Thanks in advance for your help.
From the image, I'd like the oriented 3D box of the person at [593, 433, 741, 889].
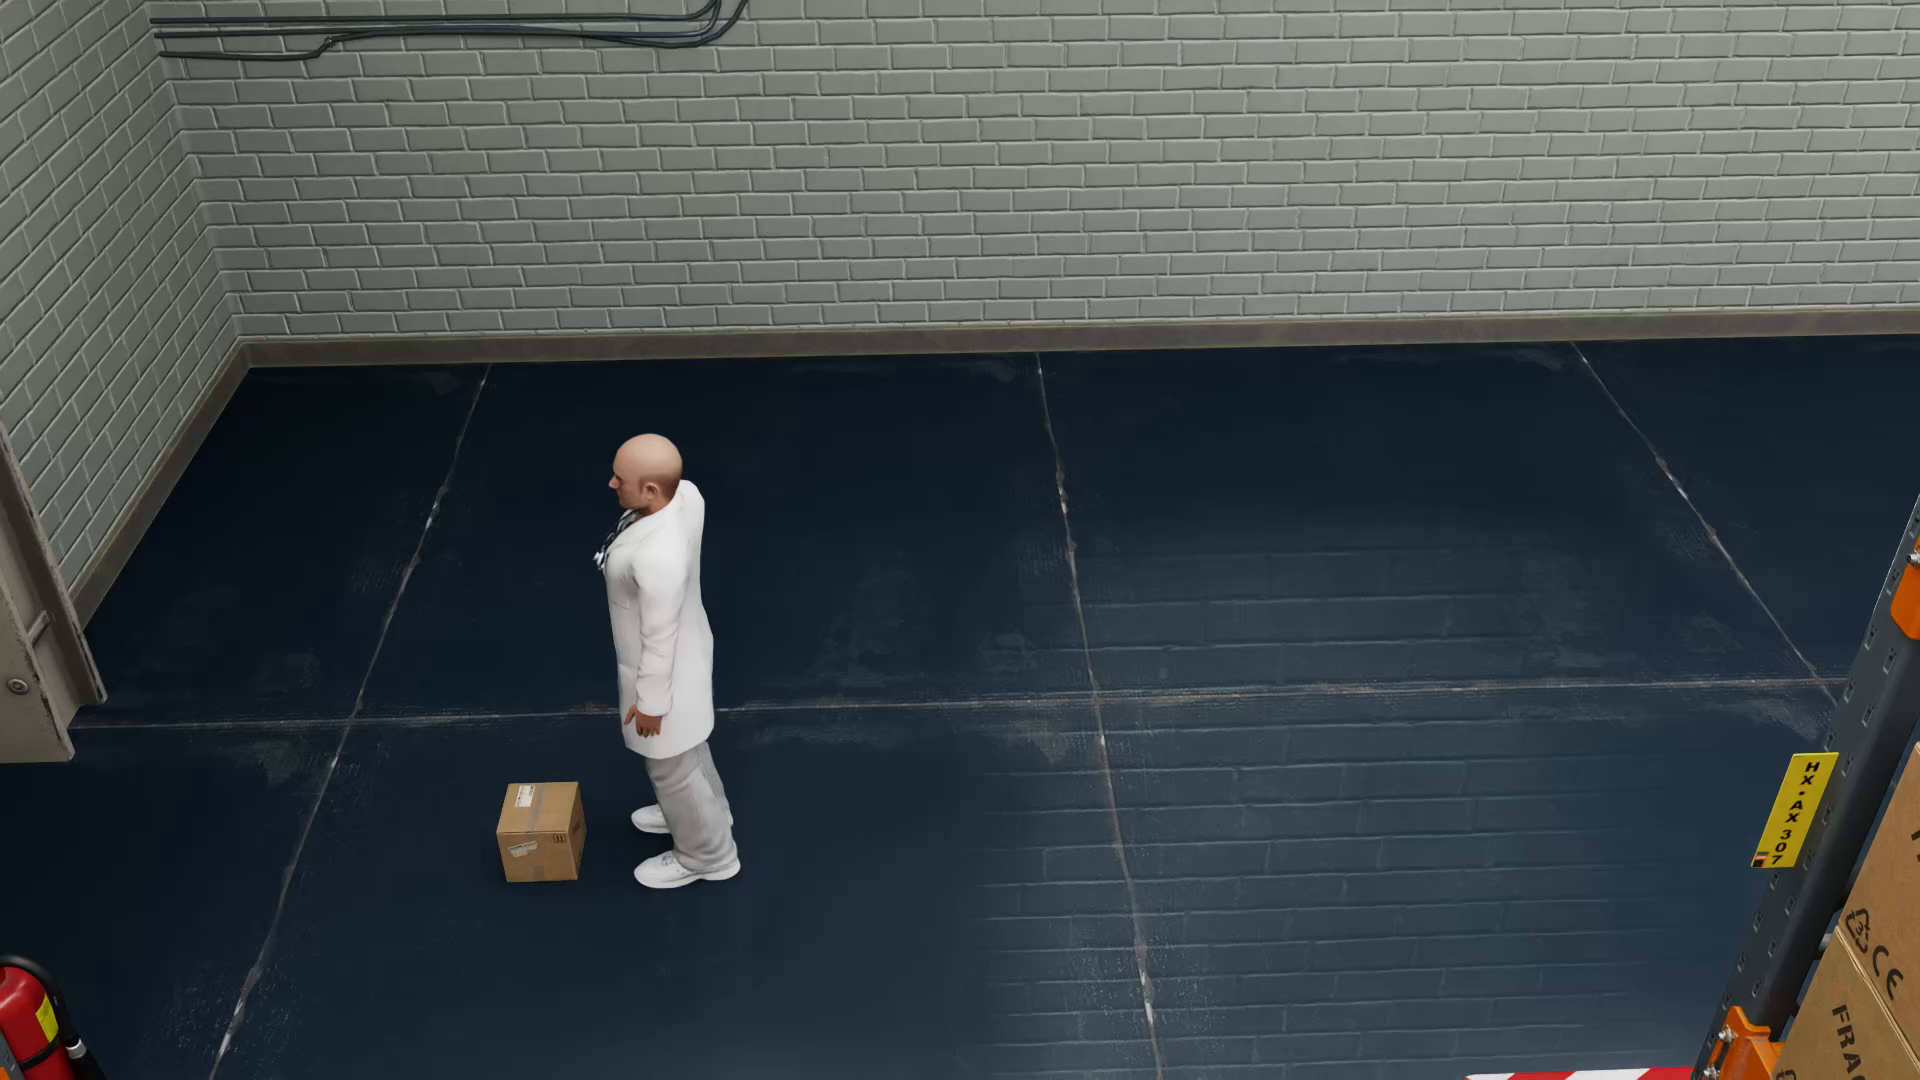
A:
[{"bbox_3d":[-1.003,0.420,5.555,0.422,1.777,0.564,-1,35,-1],"label":"person"}]
